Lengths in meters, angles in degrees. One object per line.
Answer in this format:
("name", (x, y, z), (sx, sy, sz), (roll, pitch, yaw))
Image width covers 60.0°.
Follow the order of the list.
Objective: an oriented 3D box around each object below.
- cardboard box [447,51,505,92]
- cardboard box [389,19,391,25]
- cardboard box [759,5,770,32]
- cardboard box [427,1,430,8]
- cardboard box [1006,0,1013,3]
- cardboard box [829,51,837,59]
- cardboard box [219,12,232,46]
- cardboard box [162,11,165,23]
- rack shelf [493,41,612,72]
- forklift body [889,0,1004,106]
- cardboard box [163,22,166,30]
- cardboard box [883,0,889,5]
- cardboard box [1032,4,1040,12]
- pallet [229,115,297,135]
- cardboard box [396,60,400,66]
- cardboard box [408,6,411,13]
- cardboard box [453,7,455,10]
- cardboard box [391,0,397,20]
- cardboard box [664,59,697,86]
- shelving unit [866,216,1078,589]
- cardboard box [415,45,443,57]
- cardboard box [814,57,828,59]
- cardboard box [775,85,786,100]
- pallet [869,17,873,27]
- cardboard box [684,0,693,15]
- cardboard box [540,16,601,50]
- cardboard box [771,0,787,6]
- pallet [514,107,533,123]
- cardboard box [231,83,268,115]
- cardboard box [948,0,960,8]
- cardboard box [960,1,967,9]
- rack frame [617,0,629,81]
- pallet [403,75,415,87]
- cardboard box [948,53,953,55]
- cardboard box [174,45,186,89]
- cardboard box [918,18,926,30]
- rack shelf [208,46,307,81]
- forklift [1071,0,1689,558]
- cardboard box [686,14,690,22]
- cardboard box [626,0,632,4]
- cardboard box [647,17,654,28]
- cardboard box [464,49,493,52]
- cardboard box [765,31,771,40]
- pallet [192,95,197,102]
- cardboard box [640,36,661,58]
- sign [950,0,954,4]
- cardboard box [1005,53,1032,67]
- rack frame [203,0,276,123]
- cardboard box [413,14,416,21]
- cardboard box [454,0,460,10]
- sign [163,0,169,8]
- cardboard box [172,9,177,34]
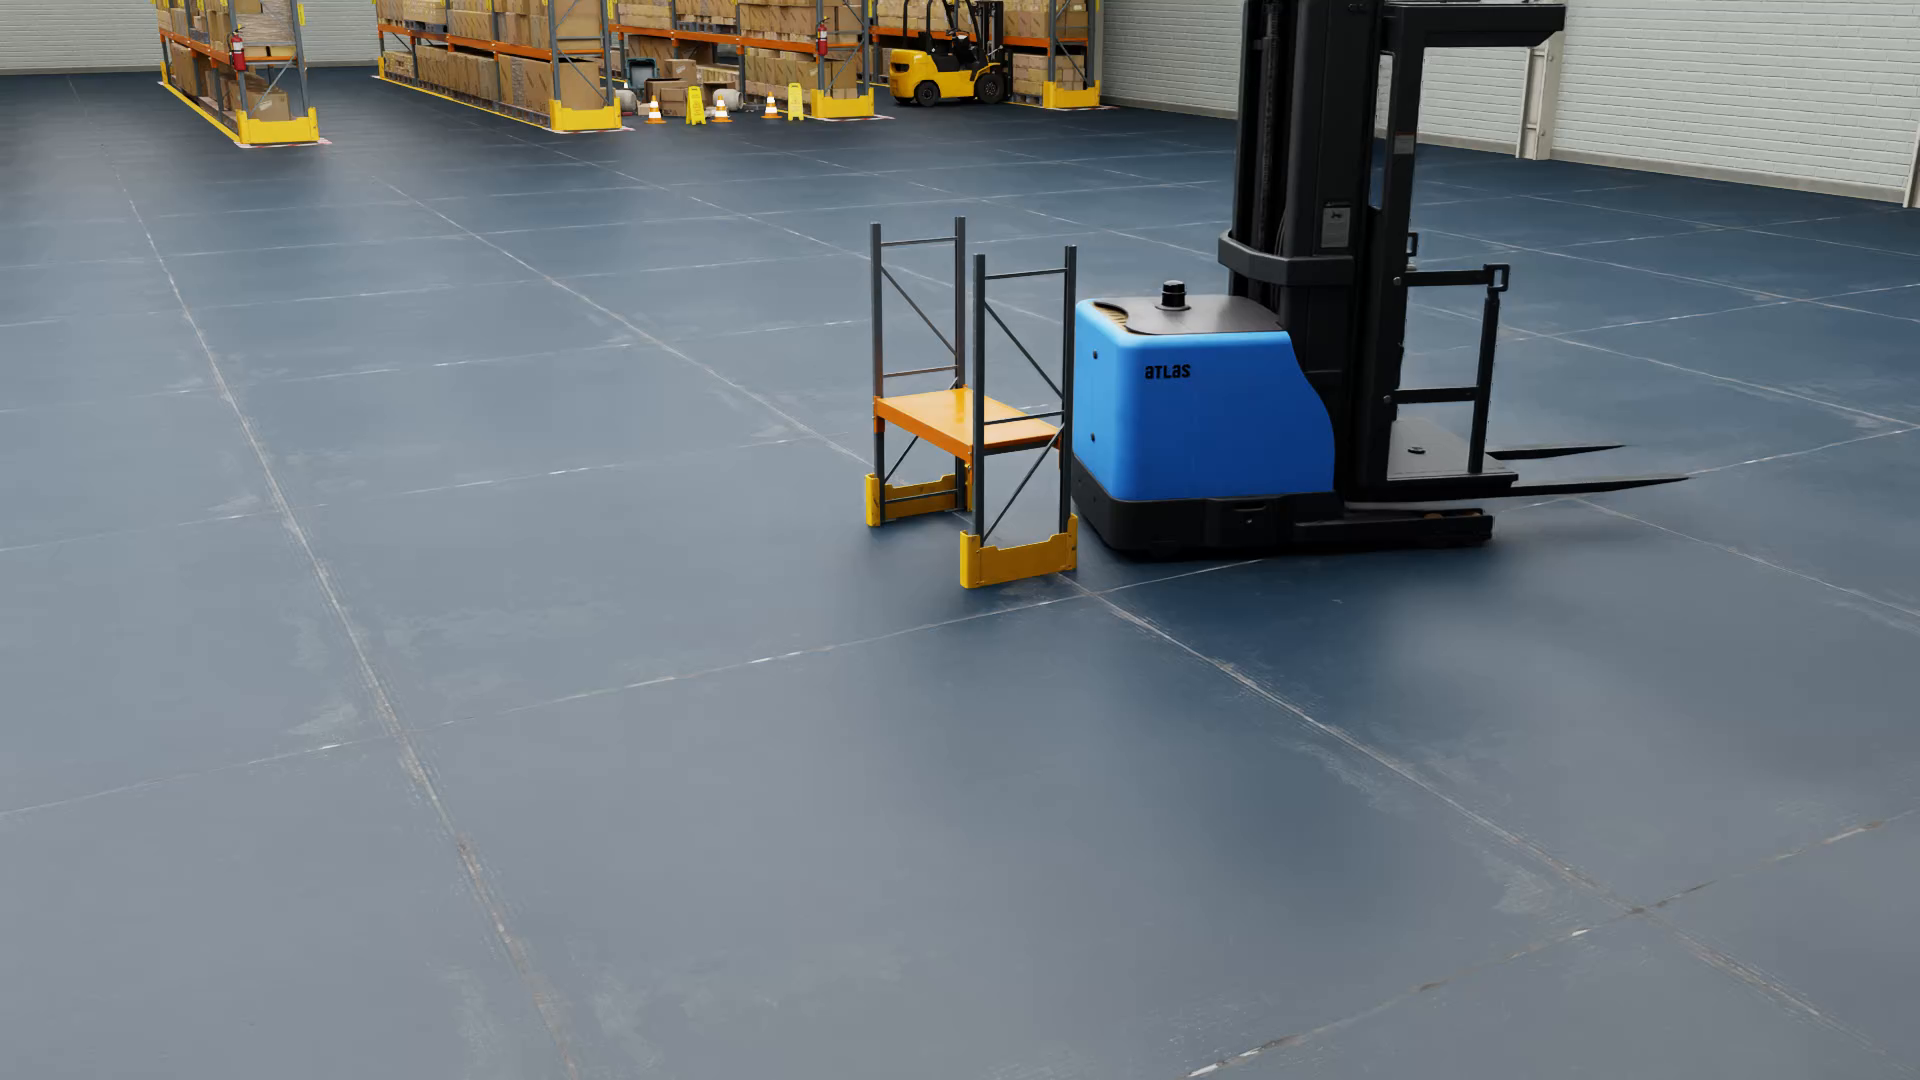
("cardboard box", (-10.051, -9.778, 34.675), (1.050, 0.750, 0.750), (-10, 22, -27))
("cardboard box", (-13.713, -12.660, 40.608), (0.380, 0.149, 0.250), (-9, 21, -24))
("cardboard box", (-3.604, -10.211, 32.515), (0.500, 0.500, 0.500), (-10, 21, -27))
("cardboard box", (-11.139, -11.410, 35.428), (0.380, 0.149, 0.250), (-9, 21, -25))
("cardboard box", (1.163, -11.016, 33.855), (0.380, 0.149, 0.250), (-10, 21, -26))
("cardboard box", (-2.959, -12.094, 41.768), (0.500, 0.500, 0.500), (-11, 22, -28))
("cardboard box", (-11.456, -8.271, 26.893), (0.875, 0.500, 0.500), (-10, 21, -27))
("cardboard box", (-17.742, -11.837, 37.611), (0.500, 0.250, 0.500), (-10, 22, -28))
("rack shelf", (-7.412, -8.769, 30.049), (1.077, 0.370, 4.000), (-10, 21, -27))
("forklift body", (-0.294, -9.961, 33.702), (2.313, 2.155, 1.214), (-10, 21, -27))
("cardboard box", (-17.864, -11.676, 37.755), (0.380, 0.149, 0.250), (-11, 22, -28))
("cardboard box", (-1.566, -12.538, 38.720), (0.380, 0.149, 0.250), (-9, 21, -25))
("cardboard box", (1.654, -10.580, 33.045), (0.380, 0.149, 0.250), (-10, 21, -26))
("pallet", (-11.842, -7.088, 28.349), (1.003, 0.211, 1.213), (-10, 21, -27))
("cardboard box", (-13.527, -11.634, 40.518), (0.380, 0.149, 0.250), (-11, 22, -29))
("cardboard box", (-12.131, -11.868, 37.211), (0.380, 0.149, 0.250), (-9, 21, -25))
("cardboard box", (-10.812, -11.520, 36.202), (0.380, 0.149, 0.250), (-10, 21, -27))
("cardboard box", (-13.120, -12.555, 39.309), (0.500, 0.500, 0.500), (-10, 21, -27))
("cardboard box", (-5.606, -9.371, 33.362), (0.500, 0.500, 0.500), (-10, 21, -27))
("shelving unit", (0.036, -0.687, 7.823), (0.587, 1.500, 1.083), (-10, 21, -27))
("cardboard box", (-12.042, -11.098, 37.734), (0.500, 0.250, 0.500), (-11, 22, -29))
("cardboard box", (-2.789, -9.160, 32.500), (0.500, 0.500, 0.500), (-10, 21, -26))
("cardboard box", (-3.267, -8.719, 32.373), (0.500, 0.250, 0.500), (-11, 22, -29))
("pallet", (-1.970, -12.490, 40.024), (1.213, 0.211, 1.003), (-10, 21, -27))
("cardboard box", (-5.689, -11.700, 36.187), (0.500, 0.500, 0.500), (-9, 21, -24))
("cardboard box", (-6.679, -8.706, 28.532), (0.875, 0.550, 0.550), (-10, 21, -27))
("cardboard box", (-3.155, -10.381, 31.475), (0.700, 0.500, 0.500), (-10, 22, -27))
("pallet", (-7.486, -7.784, 30.366), (1.003, 0.211, 1.213), (-10, 21, -27))
("cardboard box", (-12.342, -7.677, 28.969), (0.500, 0.500, 0.500), (-3, 19, -9))
("cardboard box", (-0.045, -11.667, 36.195), (0.380, 0.149, 0.250), (-9, 21, -25))
("cardboard box", (0.233, -11.471, 35.627), (0.380, 0.149, 0.250), (-10, 22, -28))
("rack frame", (-7.852, -12.776, 40.557), (1.000, 3.000, 0.127), (-10, 21, -27))
("pallet", (-12.511, -10.849, 39.249), (1.003, 0.211, 1.213), (-10, 21, -27))
("cardboard box", (0.055, -10.473, 36.881), (0.875, 0.625, 0.625), (-9, 21, -24))
("cardboard box", (-15.827, -9.998, 35.120), (1.225, 0.875, 0.875), (-11, 22, -29))
("cardboard box", (-0.609, -11.573, 37.302), (0.500, 0.250, 0.500), (-10, 21, -26))
("rack shelf", (-11.825, -8.030, 27.907), (1.077, 0.370, 4.000), (-10, 21, -27))
("forklift", (2.120, -1.512, 8.020), (3.031, 2.935, 1.130), (-3, 19, -9))
("cardboard box", (-5.768, -11.413, 36.349), (0.380, 0.149, 0.250), (-12, 22, -30))
("cardboard box", (-7.630, -12.983, 39.472), (0.500, 0.500, 0.500), (-10, 21, -27))
("cardboard box", (-6.903, -11.953, 38.402), (0.500, 0.250, 0.500), (-10, 22, -27))
("cardboard box", (-10.376, -10.439, 35.822), (0.500, 0.250, 0.500), (-11, 22, -29))
("cardboard box", (-3.587, -9.852, 32.468), (0.380, 0.149, 0.250), (-10, 21, -26))
("pallet", (-15.558, -9.362, 34.939), (1.003, 0.211, 1.213), (-10, 21, -27))
("cardboard box", (-7.052, -11.546, 39.607), (0.875, 0.875, 0.875), (-9, 21, -25))
("sign", (-0.160, -11.672, 35.705), (0.100, 0.325, 0.005), (-10, 21, -27))
("cardboard box", (1.223, -9.845, 34.103), (0.500, 0.250, 0.500), (-10, 21, -26))
("rack frame", (-12.775, -8.944, 29.453), (1.000, 3.000, 0.127), (-10, 21, -27))
("cardboard box", (-11.887, -11.579, 36.831), (0.380, 0.149, 0.250), (-11, 22, -29))
("cardboard box", (-10.057, -11.221, 34.366), (0.700, 0.500, 0.500), (-10, 21, -27))
("sign", (-17.062, -11.601, 35.704), (0.100, 0.325, 0.005), (-10, 21, -27))
("cardboard box", (-16.336, -10.973, 35.179), (0.500, 0.500, 0.500), (-10, 21, -27))
